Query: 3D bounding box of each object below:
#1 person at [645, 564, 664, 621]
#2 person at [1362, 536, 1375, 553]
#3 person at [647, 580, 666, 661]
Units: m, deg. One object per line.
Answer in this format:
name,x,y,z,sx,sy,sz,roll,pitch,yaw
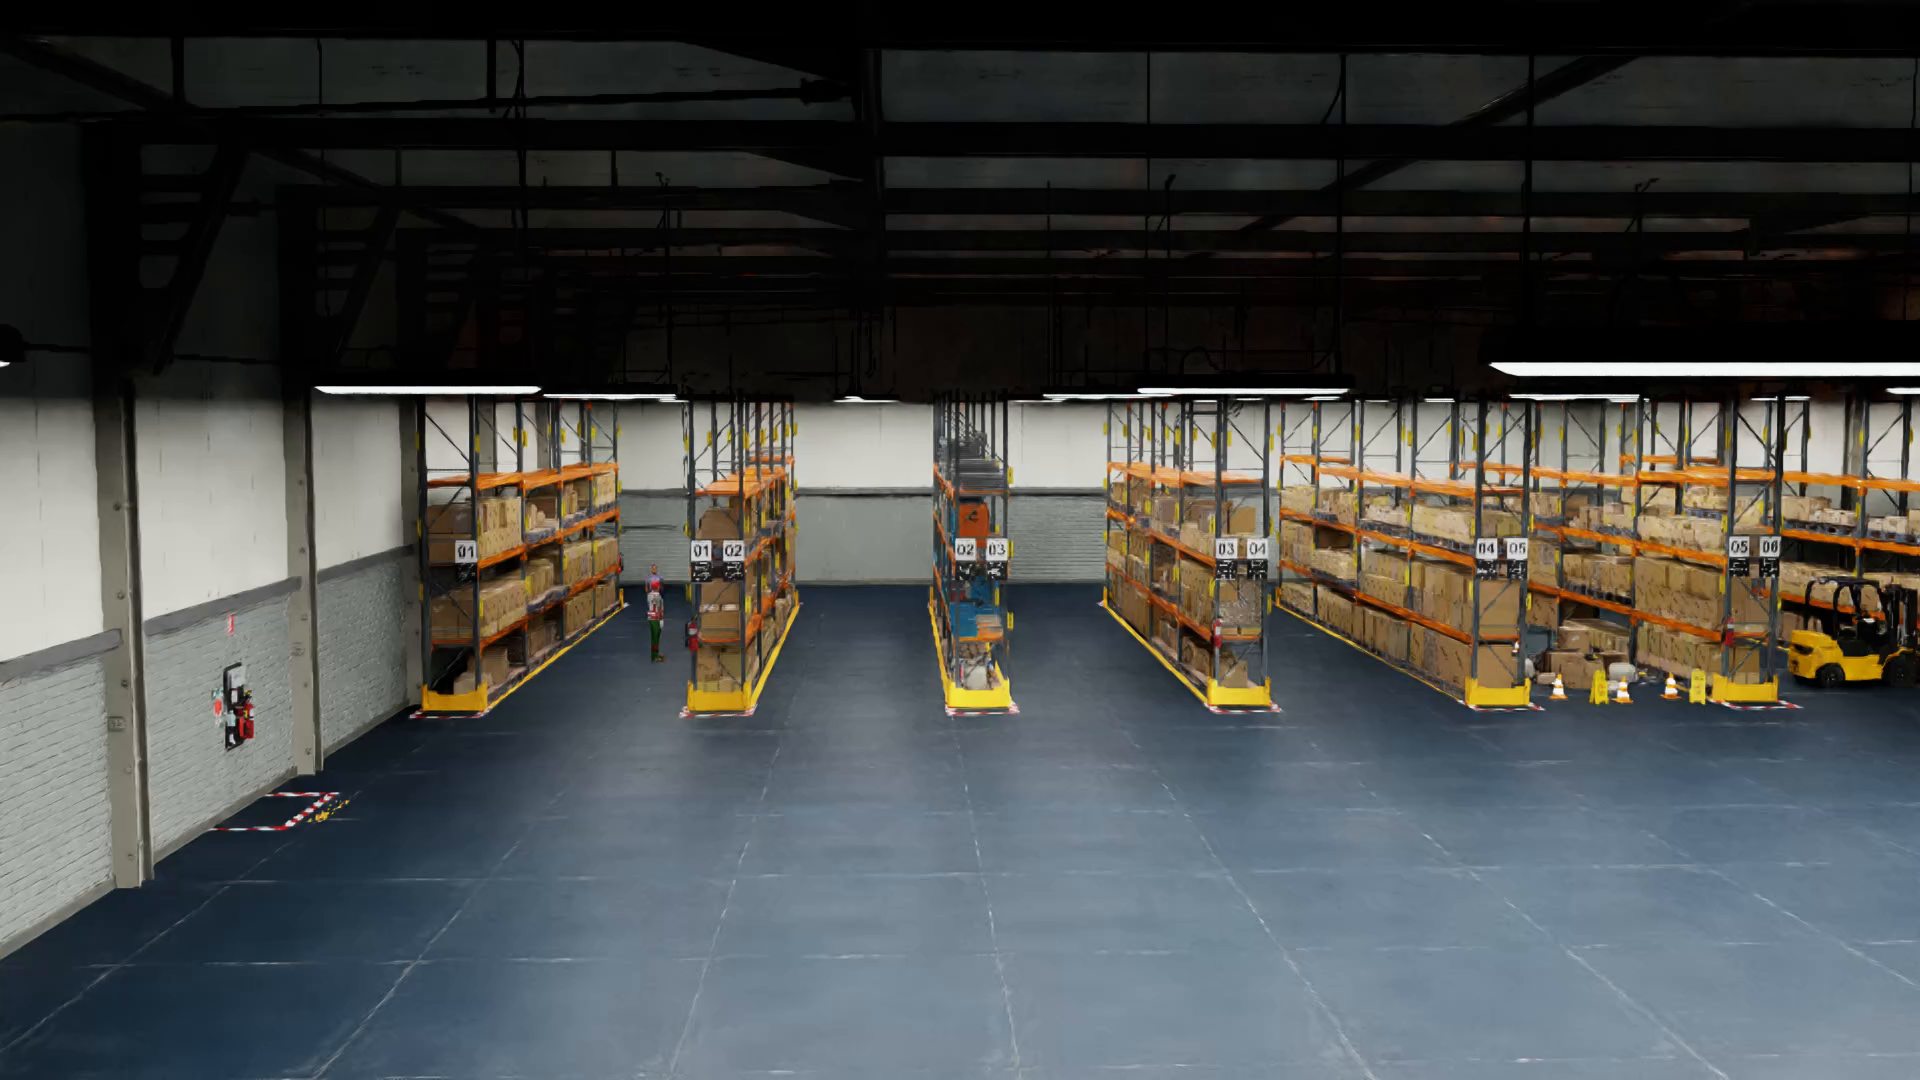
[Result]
person,-7.930,1.402,43.162,0.478,1.580,0.999,-1,5,-10
person,12.489,0.695,51.063,0.538,1.715,1.032,1,5,6
person,-6.751,1.784,37.145,0.451,1.789,0.605,-3,6,-32
